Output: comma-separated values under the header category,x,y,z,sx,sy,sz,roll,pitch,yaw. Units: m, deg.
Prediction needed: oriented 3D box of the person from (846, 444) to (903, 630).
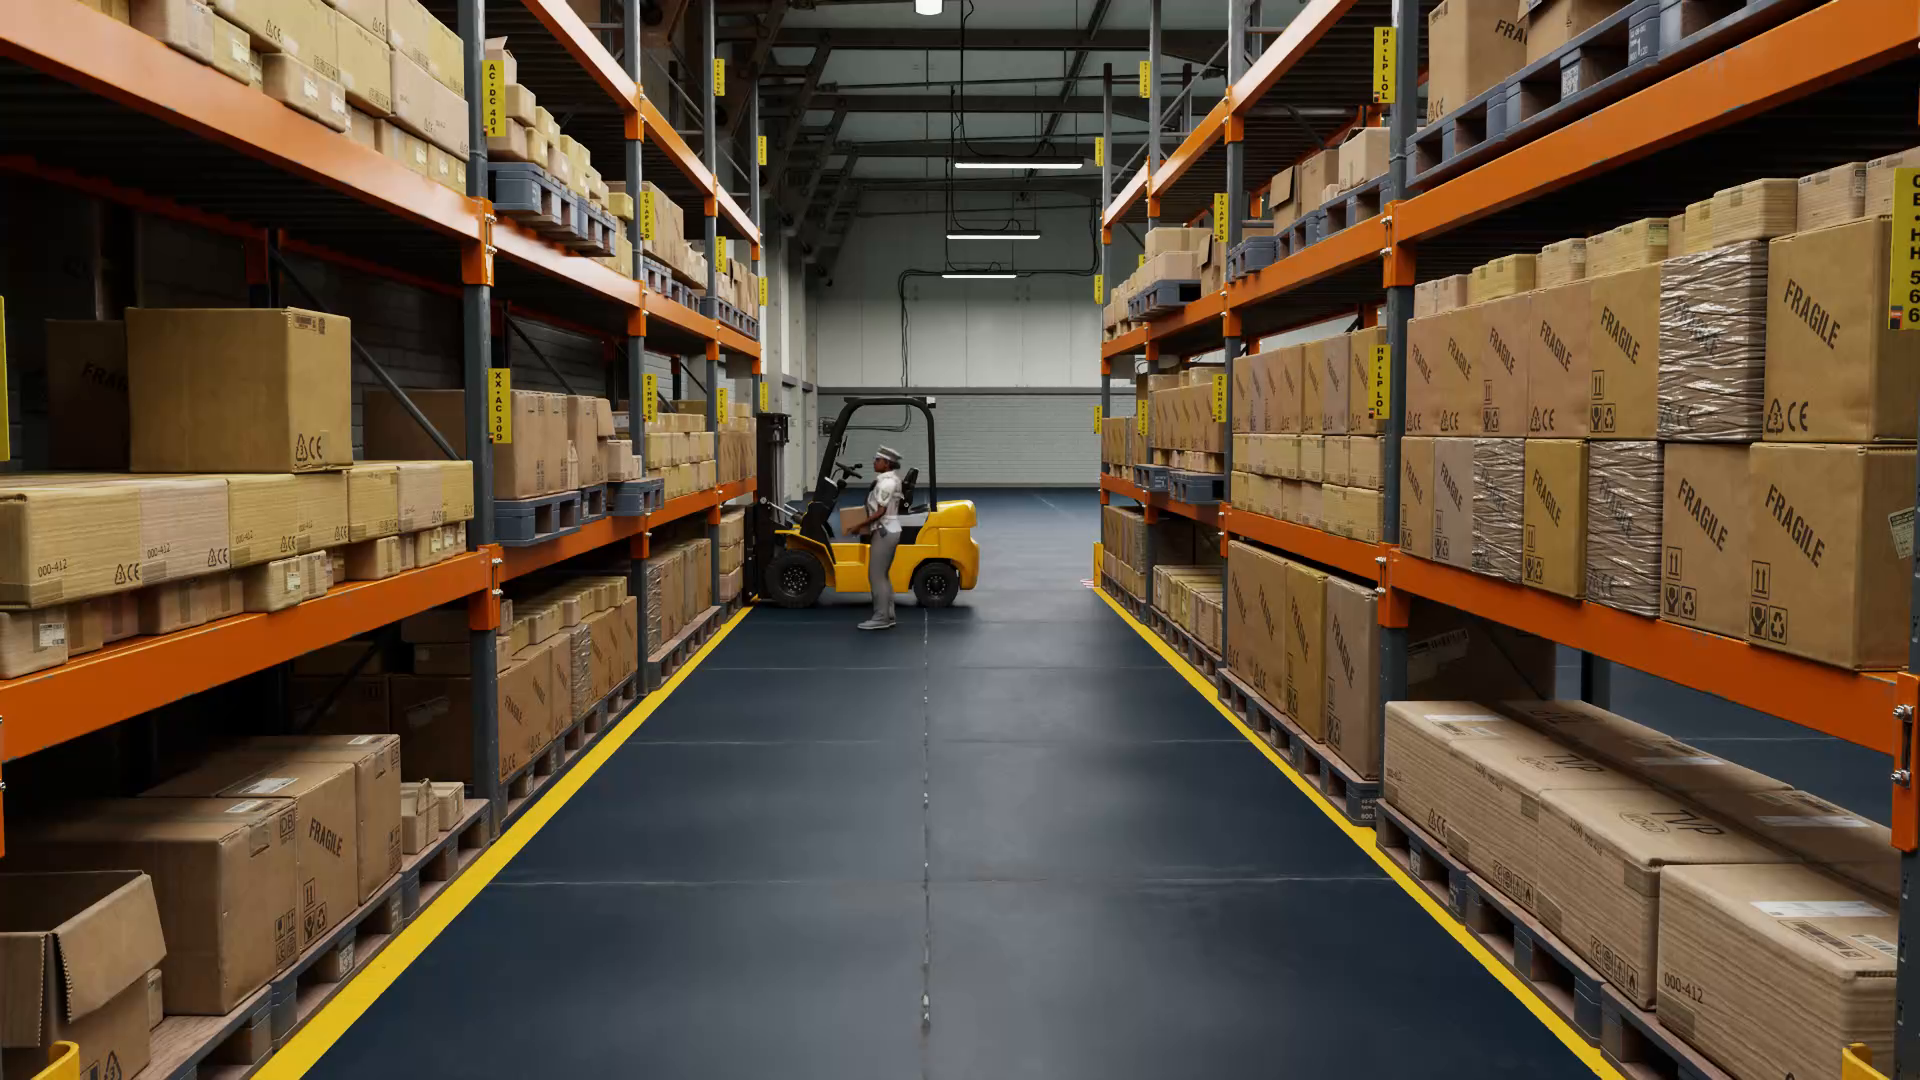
category,x,y,z,sx,sy,sz,roll,pitch,yaw
person,-0.782,-0.033,15.239,0.515,1.692,0.460,0,4,-2
